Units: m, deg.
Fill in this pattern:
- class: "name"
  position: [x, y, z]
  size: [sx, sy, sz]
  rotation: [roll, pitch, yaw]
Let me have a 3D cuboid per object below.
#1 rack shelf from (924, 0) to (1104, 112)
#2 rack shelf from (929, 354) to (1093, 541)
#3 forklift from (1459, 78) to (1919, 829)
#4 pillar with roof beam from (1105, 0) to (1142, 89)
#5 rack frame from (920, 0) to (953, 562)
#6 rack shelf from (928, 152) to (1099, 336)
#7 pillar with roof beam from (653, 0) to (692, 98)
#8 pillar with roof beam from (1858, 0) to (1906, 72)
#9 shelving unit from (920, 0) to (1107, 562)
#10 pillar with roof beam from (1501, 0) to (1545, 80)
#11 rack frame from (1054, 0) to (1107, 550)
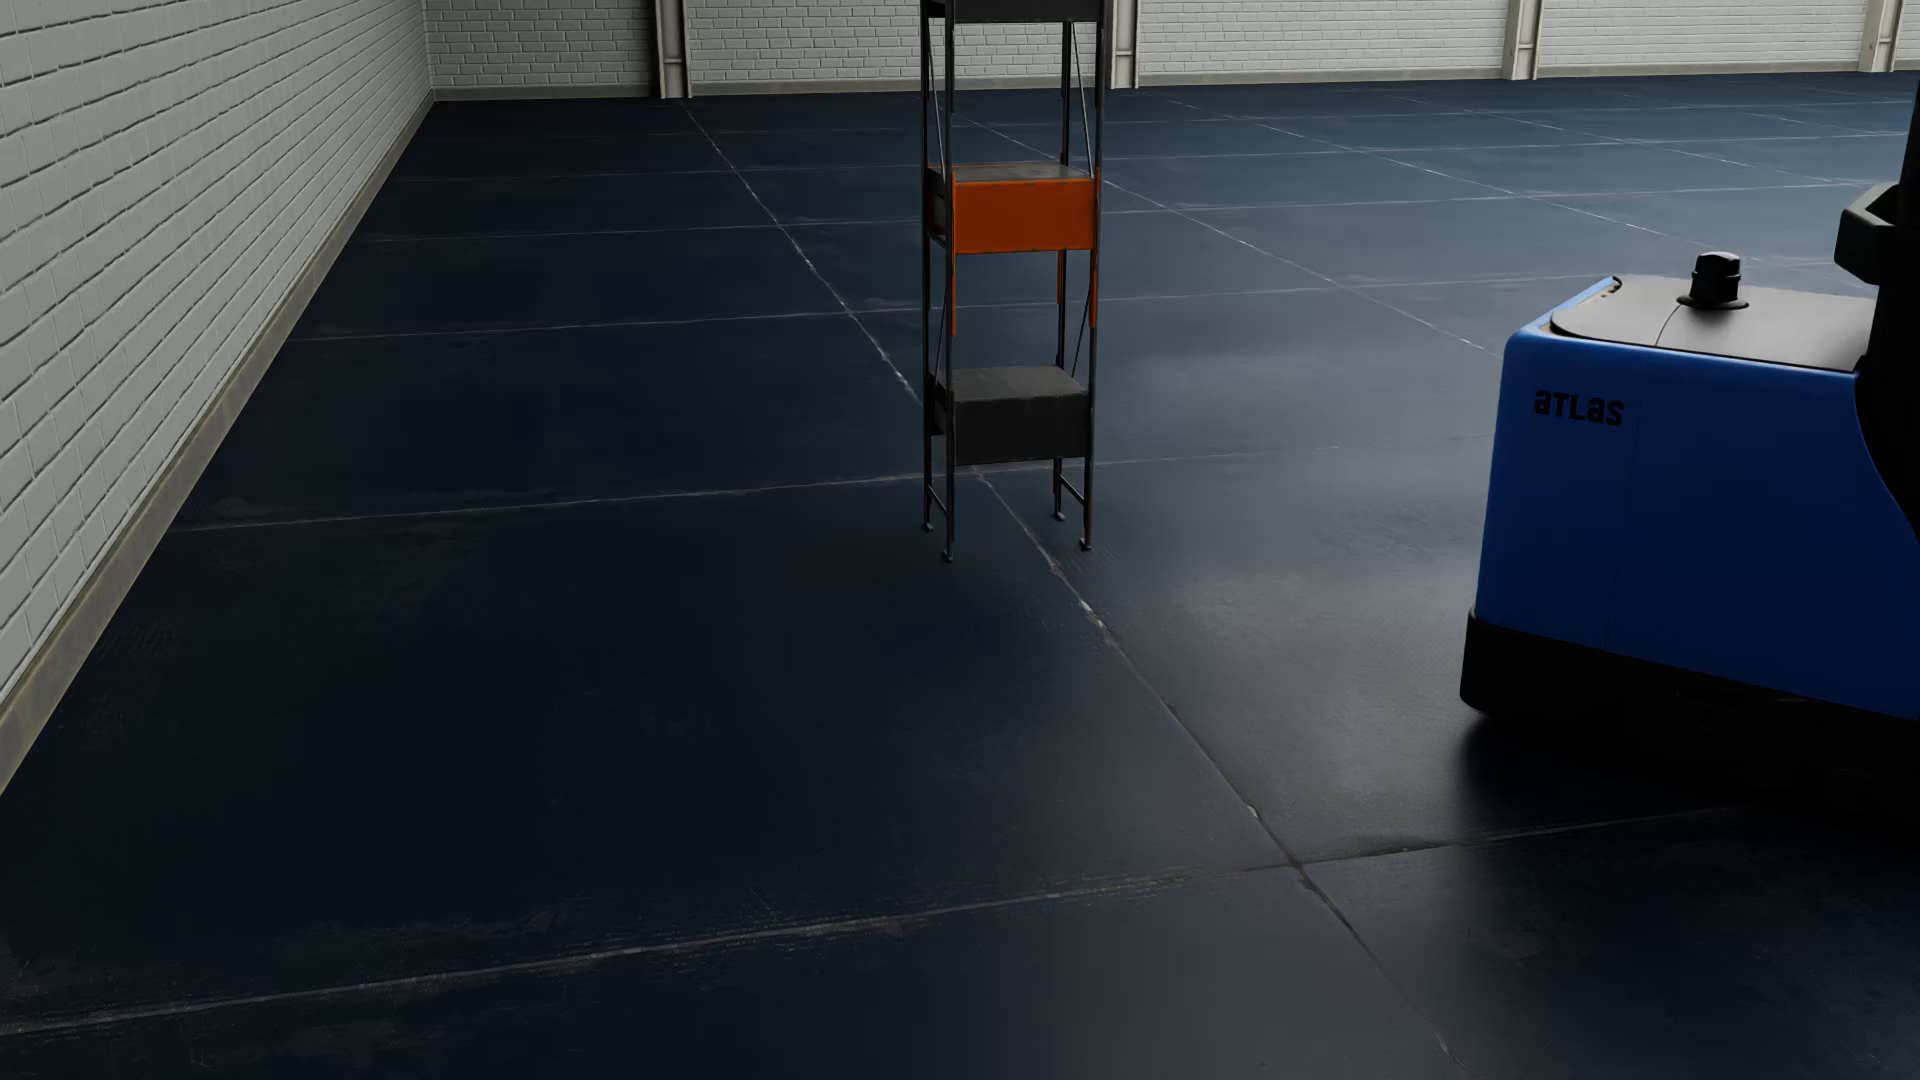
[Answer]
- class: "rack shelf"
  position: [0.161, -1.644, 5.253]
  size: [0.480, 0.518, 0.431]
  rotation: [-5, 21, -12]
- class: "rack shelf"
  position: [0.161, -0.329, 5.735]
  size: [0.480, 0.518, 0.431]
  rotation: [-5, 21, -12]
- class: "forklift"
  position: [2.840, -0.725, 3.532]
  size: [3.031, 2.935, 1.130]
  rotation: [13, 24, 32]
- class: "pillar with roof beam"
  position: [3.182, -8.941, 17.140]
  size: [0.400, 9.000, 9.100]
  rotation: [-5, 21, -12]
- class: "rack frame"
  position: [-0.076, -0.980, 5.436]
  size: [0.015, 2.100, 0.400]
  rotation: [-5, 21, -12]
- class: "rack shelf"
  position: [0.161, -0.986, 5.494]
  size: [0.480, 0.518, 0.431]
  rotation: [-5, 21, -12]
- class: "pillar with roof beam"
  position: [-2.657, -8.466, 15.844]
  size: [0.400, 9.000, 9.100]
  rotation: [-5, 21, -12]
- class: "pillar with roof beam"
  position: [14.860, -9.891, 19.733]
  size: [0.400, 9.000, 9.100]
  rotation: [-5, 21, -12]
- class: "shelving unit"
  position: [0.161, -0.999, 5.489]
  size: [0.503, 2.100, 0.431]
  rotation: [-5, 21, -12]
- class: "pillar with roof beam"
  position: [9.021, -9.416, 18.437]
  size: [0.400, 9.000, 9.100]
  rotation: [-5, 21, -12]
- class: "rack frame"
  position: [0.399, -1.018, 5.542]
  size: [0.015, 2.100, 0.400]
  rotation: [-5, 21, -12]
